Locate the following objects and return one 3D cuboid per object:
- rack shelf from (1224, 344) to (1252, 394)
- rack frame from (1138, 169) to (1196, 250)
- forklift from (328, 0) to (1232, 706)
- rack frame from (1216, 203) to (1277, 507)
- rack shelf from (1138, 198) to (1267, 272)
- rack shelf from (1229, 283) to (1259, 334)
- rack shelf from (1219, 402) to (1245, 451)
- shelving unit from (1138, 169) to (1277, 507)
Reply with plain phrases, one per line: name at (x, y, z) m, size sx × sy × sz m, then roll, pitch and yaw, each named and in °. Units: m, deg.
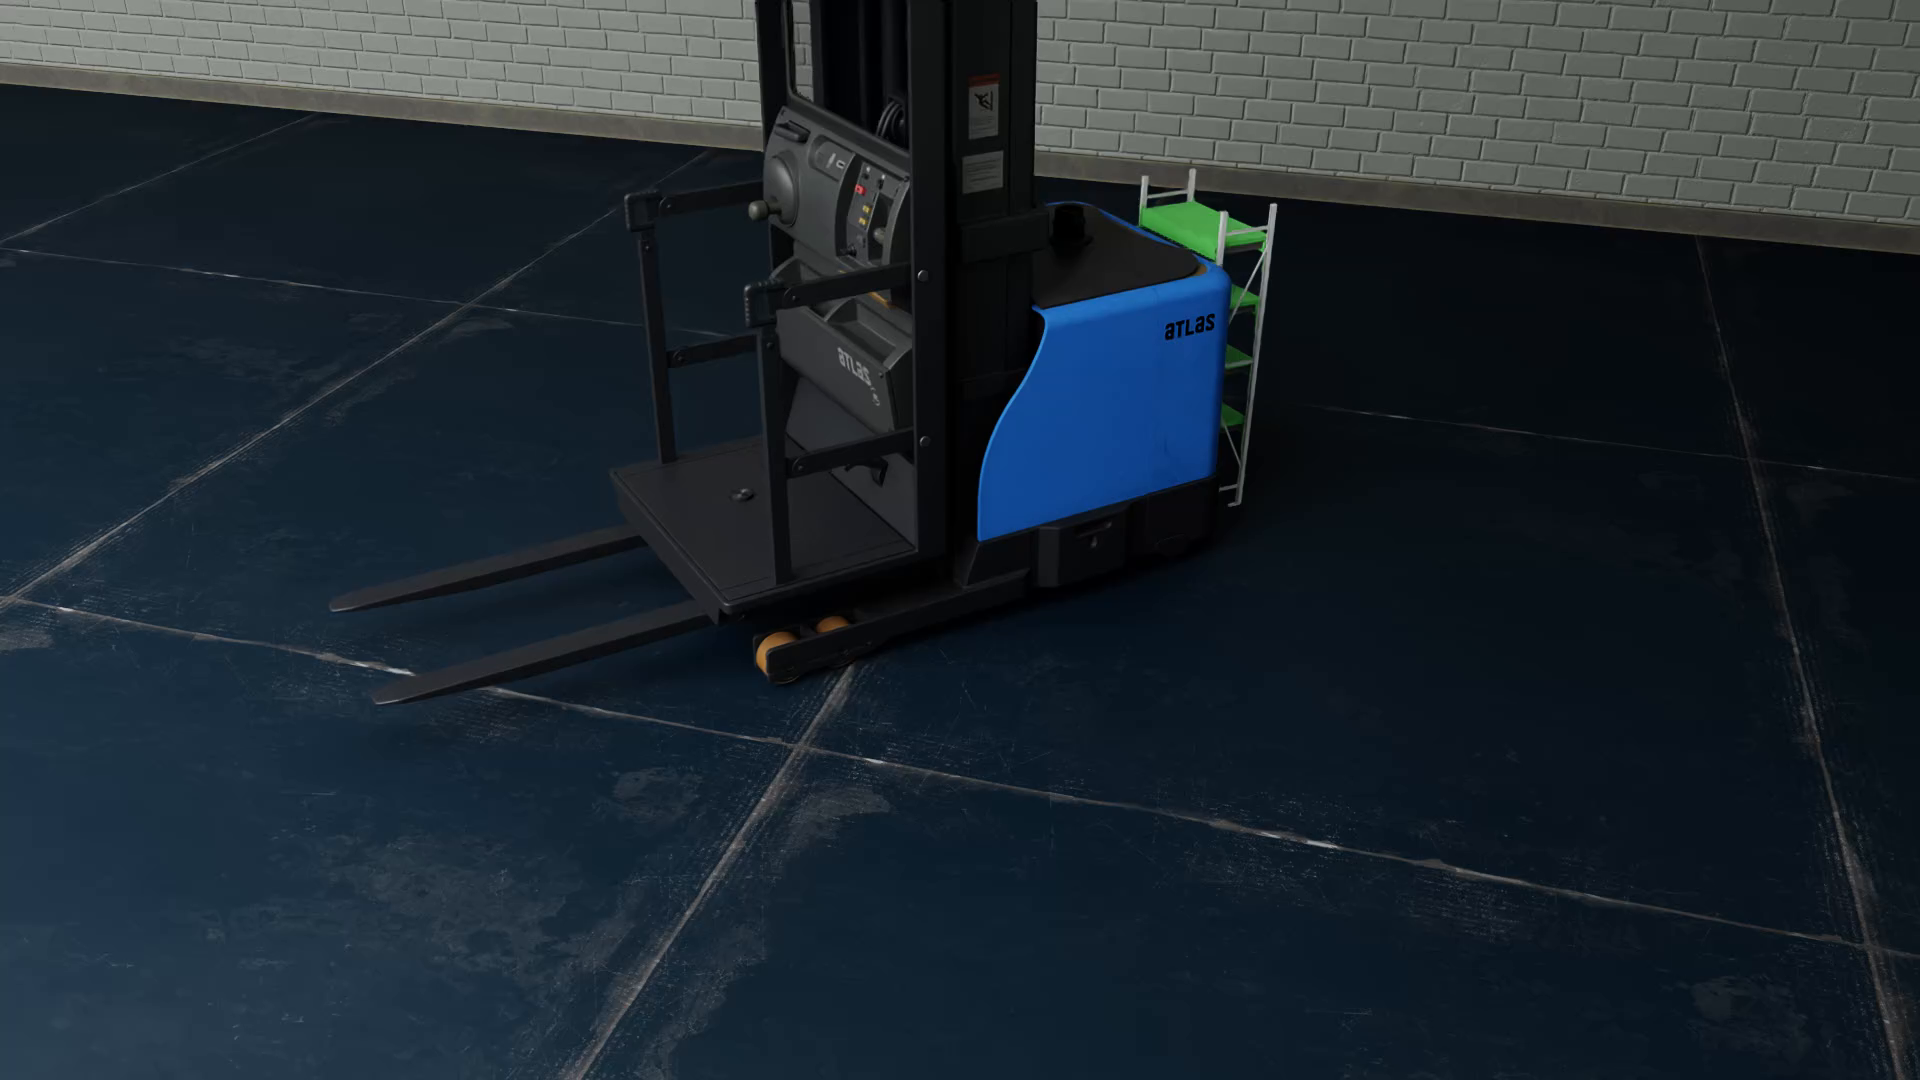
rack shelf at (0.888, -0.695, 6.388) m, size 0.258 × 0.148 × 0.480 m, roll -13°, pitch 32°, yaw -26°
rack frame at (0.771, -0.855, 6.544) m, size 0.240 × 1.200 × 0.015 m, roll -13°, pitch 32°, yaw -26°
forklift at (-0.583, -1.107, 5.225) m, size 3.031 × 2.935 × 1.130 m, roll -16°, pitch 33°, yaw -26°
rack frame at (1.008, -0.648, 6.171) m, size 0.240 × 1.200 × 0.015 m, roll -13°, pitch 32°, yaw -26°
rack shelf at (0.901, -1.118, 6.161) m, size 0.258 × 0.148 × 0.480 m, roll -13°, pitch 32°, yaw -26°
rack shelf at (0.895, -0.906, 6.274) m, size 0.258 × 0.148 × 0.480 m, roll -13°, pitch 32°, yaw -26°
rack shelf at (0.881, -0.484, 6.501) m, size 0.258 × 0.148 × 0.480 m, roll -13°, pitch 32°, yaw -26°
shelving unit at (0.890, -0.751, 6.358) m, size 0.258 × 1.200 × 0.503 m, roll -13°, pitch 32°, yaw -26°
